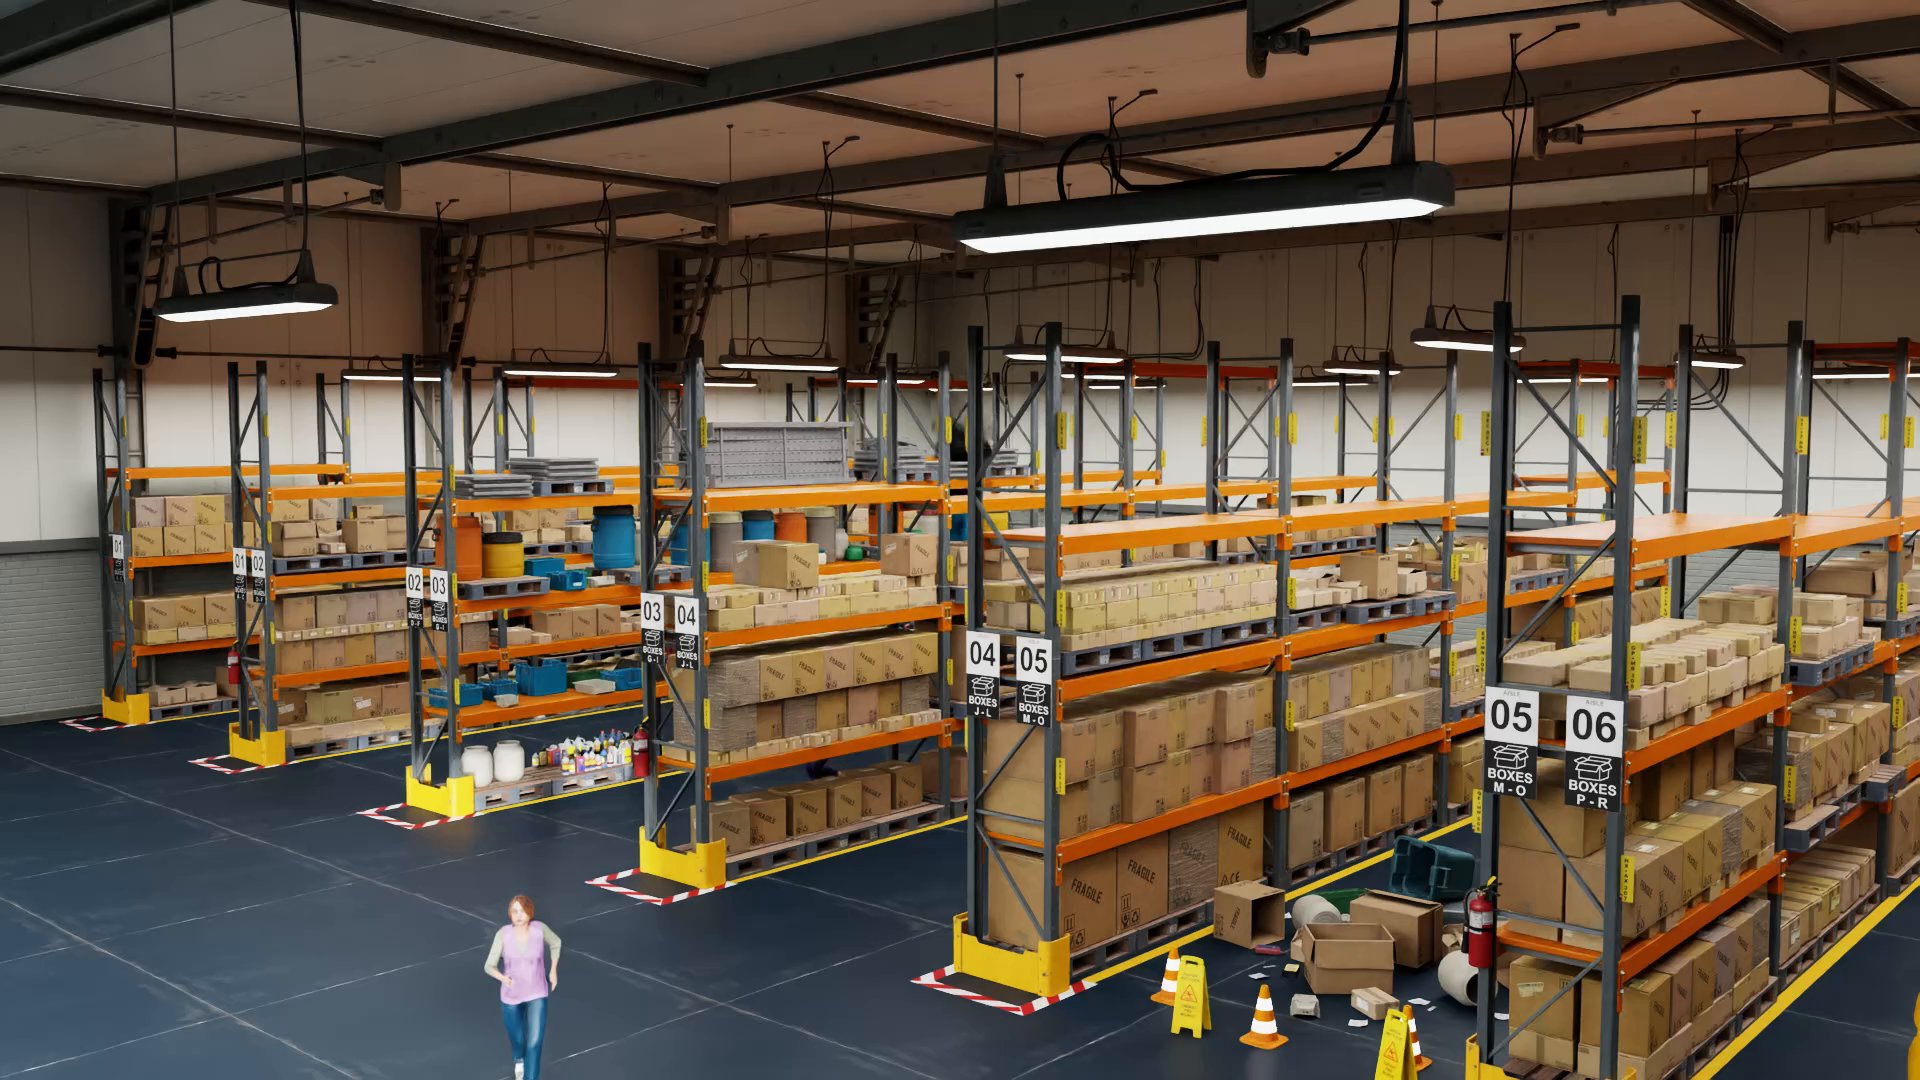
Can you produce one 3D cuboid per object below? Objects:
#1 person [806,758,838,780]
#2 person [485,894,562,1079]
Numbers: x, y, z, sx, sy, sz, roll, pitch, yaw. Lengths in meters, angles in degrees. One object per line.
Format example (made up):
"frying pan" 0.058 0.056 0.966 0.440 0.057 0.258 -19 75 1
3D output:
"person" -1.863 2.732 22.461 0.605 1.595 0.535 4 6 44
"person" -3.269 3.445 12.462 0.550 1.614 0.860 -1 4 -11
